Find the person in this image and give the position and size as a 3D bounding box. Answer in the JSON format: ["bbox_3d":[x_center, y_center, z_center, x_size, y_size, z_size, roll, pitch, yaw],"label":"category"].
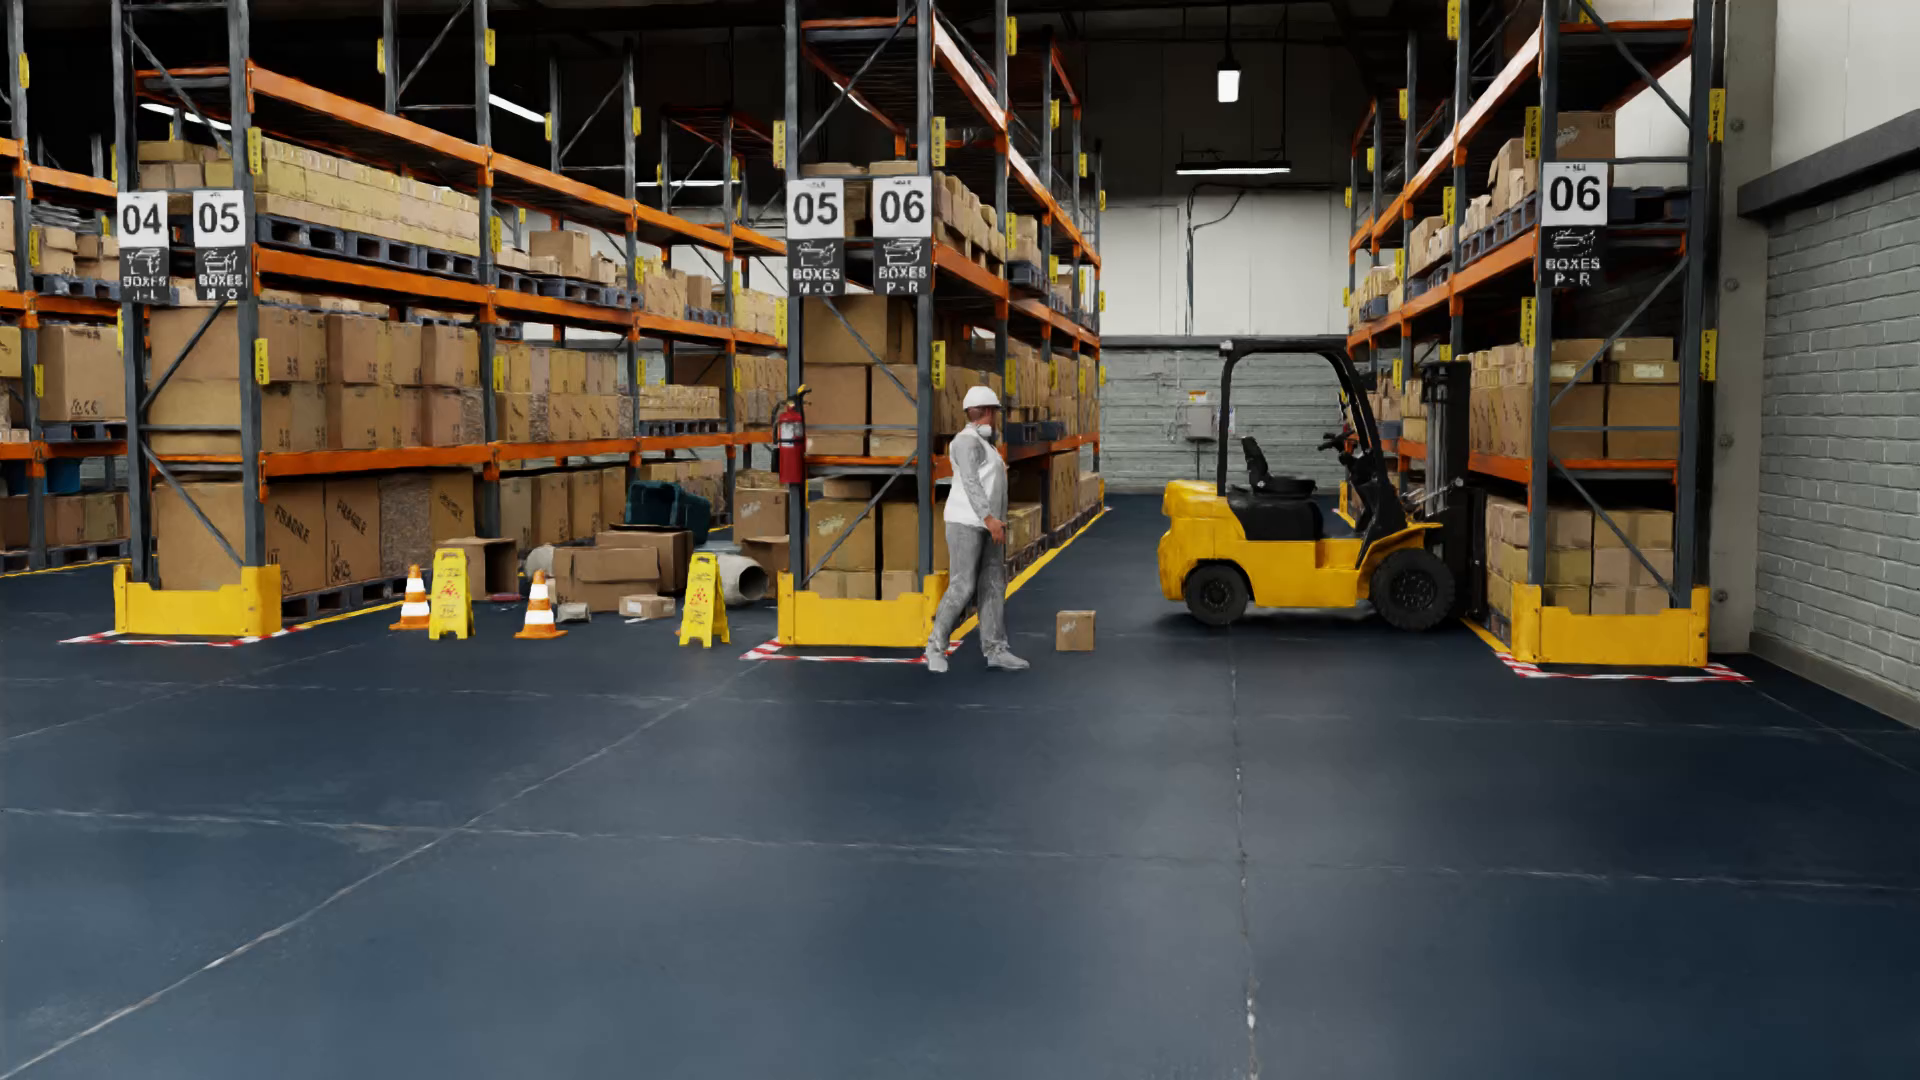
[{"bbox_3d":[0.125,-0.052,10.437,0.667,1.832,0.556,2,5,26],"label":"person"}]
